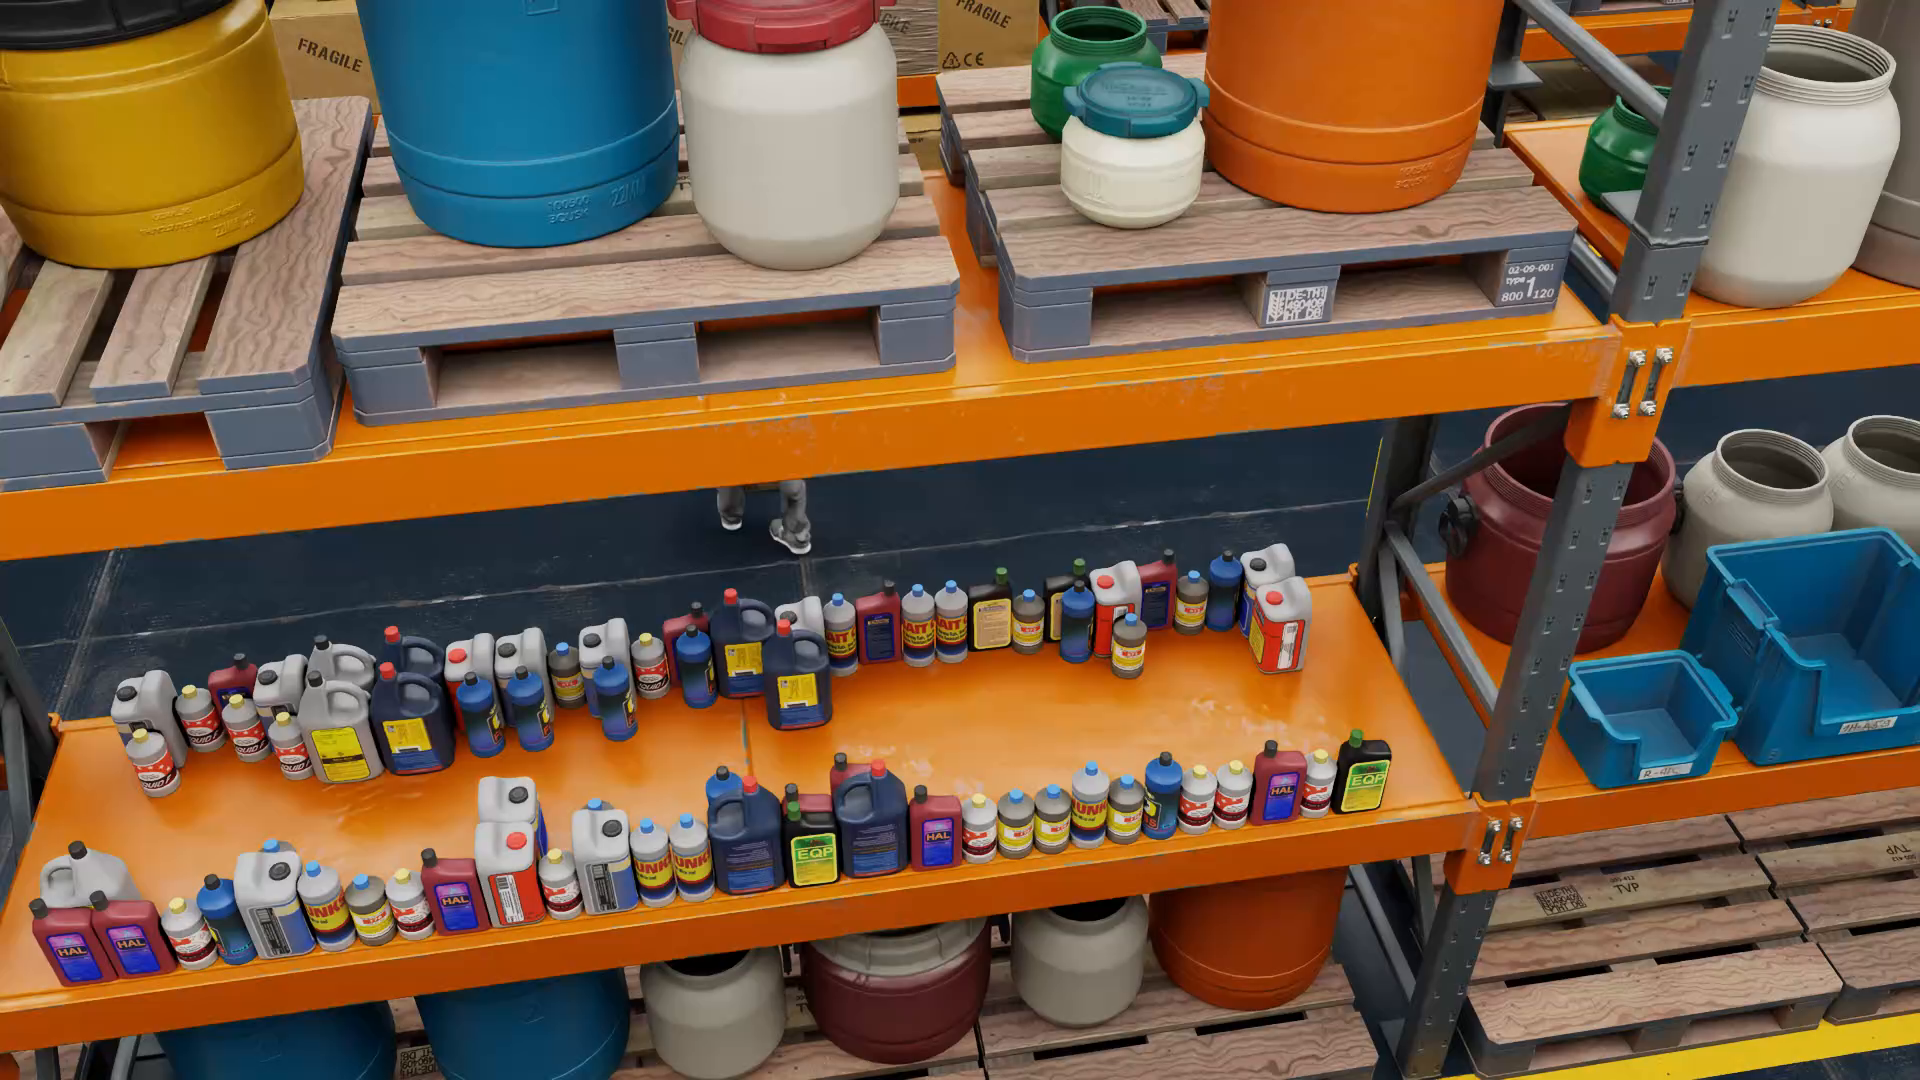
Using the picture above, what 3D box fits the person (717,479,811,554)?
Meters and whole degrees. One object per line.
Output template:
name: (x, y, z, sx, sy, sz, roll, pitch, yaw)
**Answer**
person: (-0.882, -0.659, 6.977, 0.433, 1.589, 0.548, -10, 40, -12)
